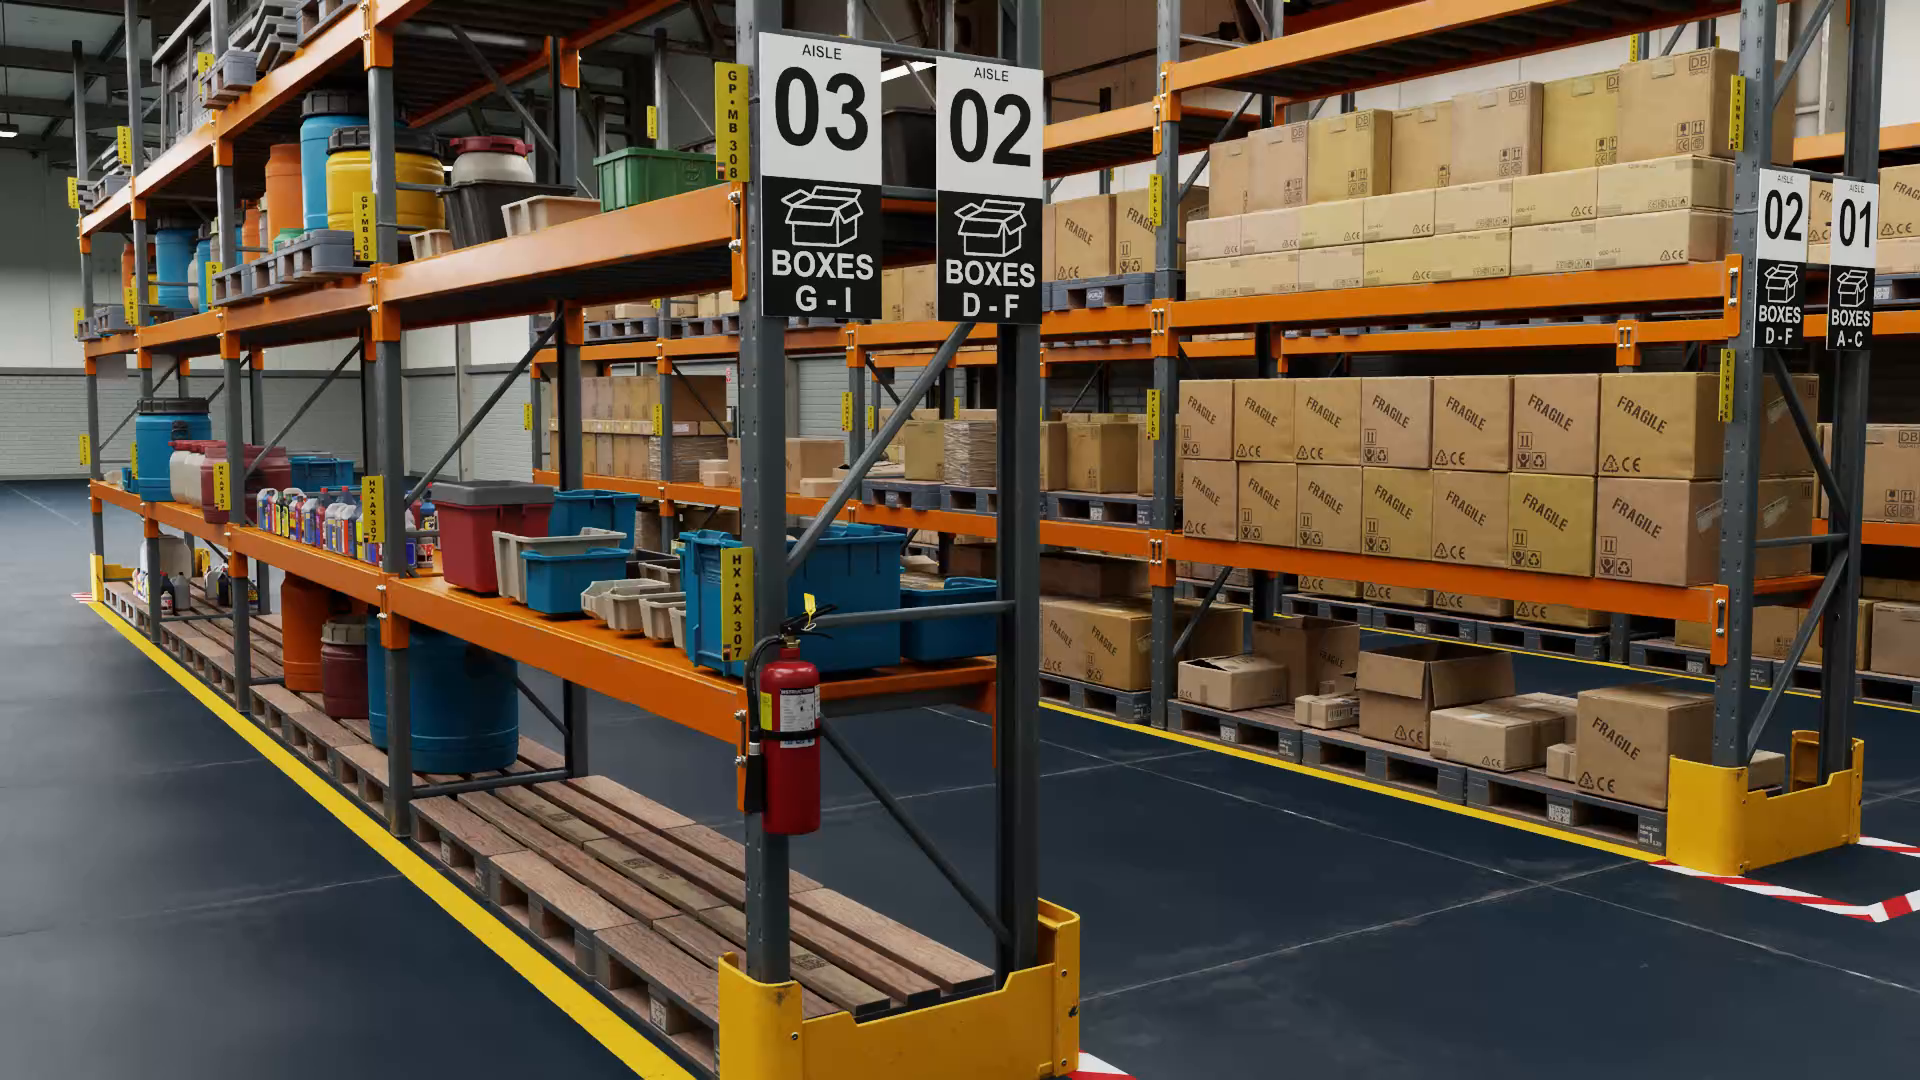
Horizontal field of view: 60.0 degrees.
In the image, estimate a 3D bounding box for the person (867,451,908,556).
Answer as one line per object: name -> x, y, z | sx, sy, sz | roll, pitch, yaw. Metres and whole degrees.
person -> -0.786, -0.139, 17.793 | 0.546, 1.651, 0.415 | -3, 6, -34
